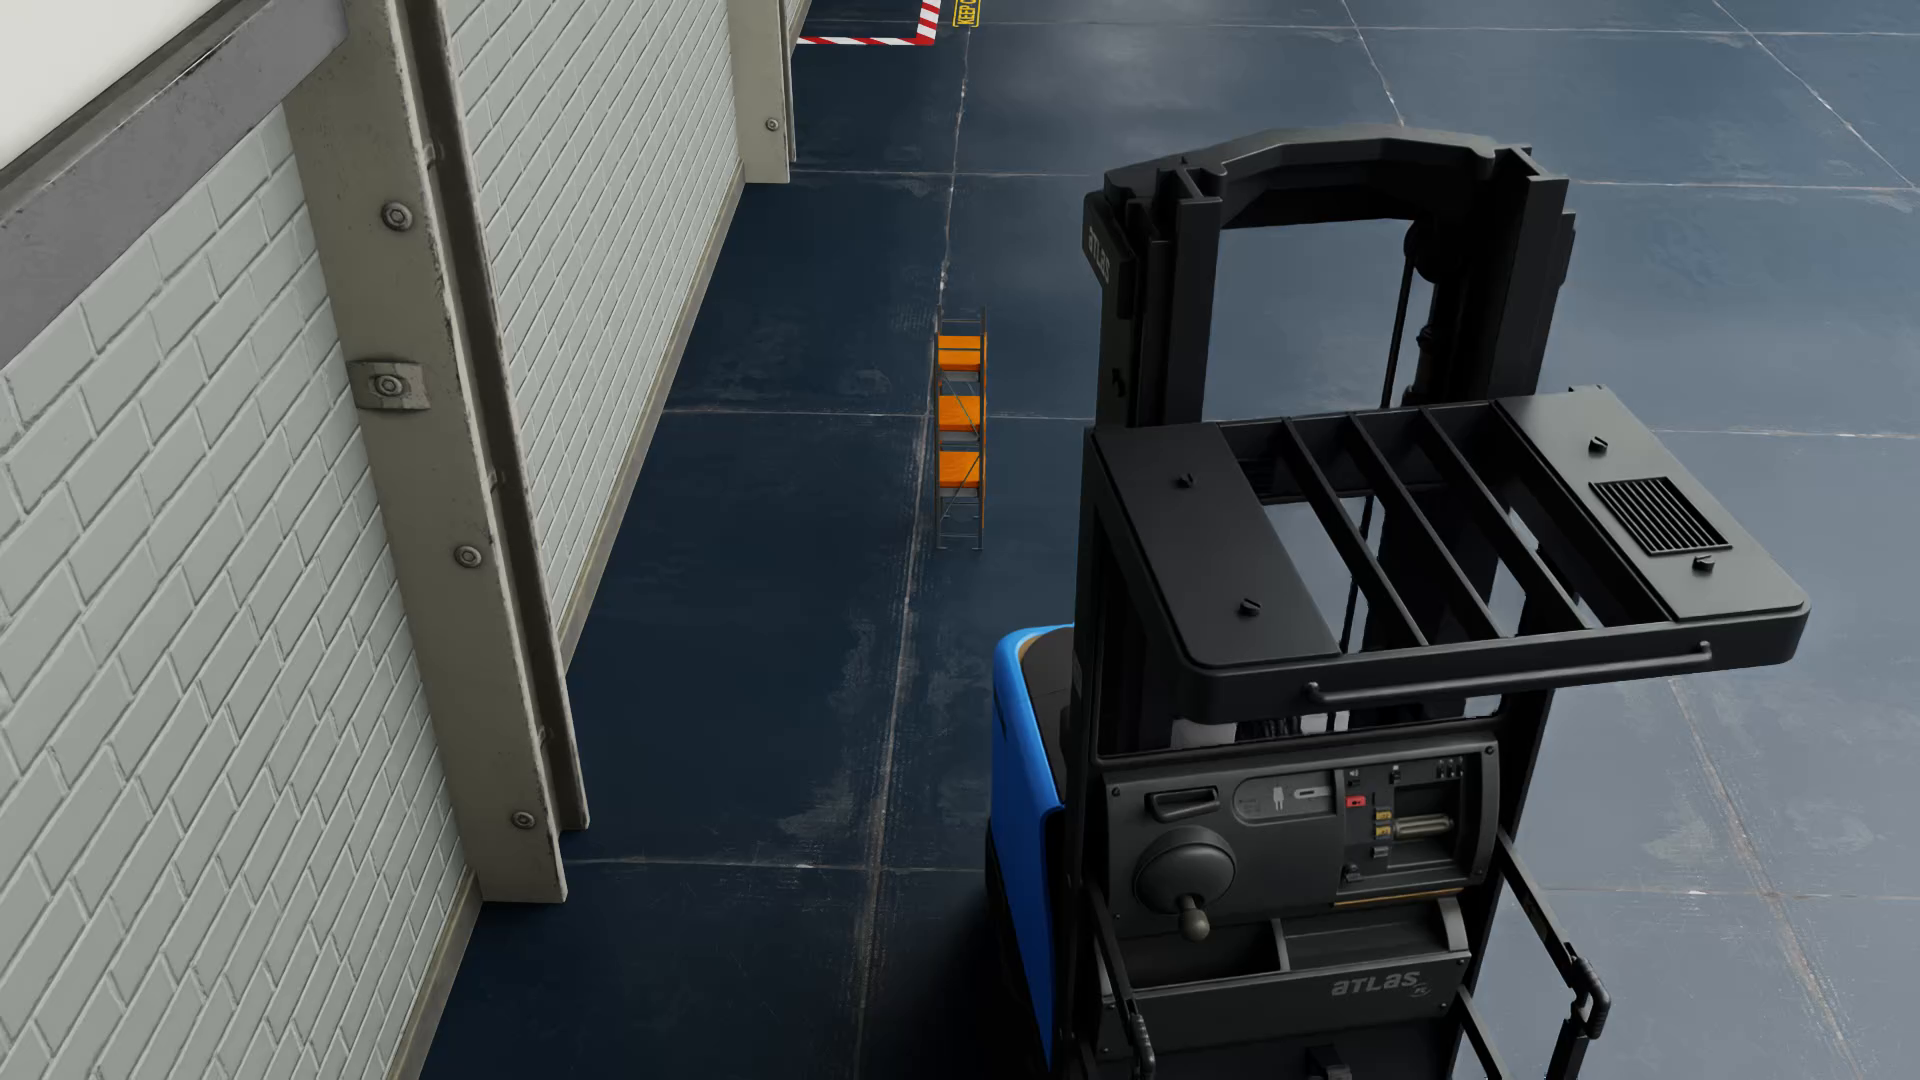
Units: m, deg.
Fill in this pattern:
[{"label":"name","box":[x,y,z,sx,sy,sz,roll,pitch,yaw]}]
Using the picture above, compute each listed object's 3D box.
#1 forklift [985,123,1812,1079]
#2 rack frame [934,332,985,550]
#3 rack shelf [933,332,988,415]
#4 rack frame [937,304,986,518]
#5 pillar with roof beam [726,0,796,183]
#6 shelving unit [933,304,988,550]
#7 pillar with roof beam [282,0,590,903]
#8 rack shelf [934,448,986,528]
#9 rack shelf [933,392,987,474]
[{"label":"forklift","box":[0.823,0.744,3.642,1.130,2.935,3.031,-5,35,-7]},{"label":"rack frame","box":[-0.003,-0.390,6.892,0.200,1.050,0.008,1,35,2]},{"label":"rack shelf","box":[0.002,-0.684,6.835,0.215,0.259,0.240,1,35,2]},{"label":"rack frame","box":[0.007,-0.530,7.092,0.200,1.050,0.008,1,35,2]},{"label":"pillar with roof beam","box":[3.079,-5.939,7.875,9.100,9.000,0.400,1,35,2]},{"label":"shelving unit","box":[0.002,-0.460,6.992,0.215,1.050,0.252,1,35,2]},{"label":"pillar with roof beam","box":[2.838,-2.492,2.970,9.100,9.000,0.400,1,35,2]},{"label":"rack shelf","box":[0.002,-0.224,7.158,0.215,0.259,0.240,1,35,2]},{"label":"rack shelf","box":[0.002,-0.452,6.998,0.215,0.259,0.240,1,35,2]}]
